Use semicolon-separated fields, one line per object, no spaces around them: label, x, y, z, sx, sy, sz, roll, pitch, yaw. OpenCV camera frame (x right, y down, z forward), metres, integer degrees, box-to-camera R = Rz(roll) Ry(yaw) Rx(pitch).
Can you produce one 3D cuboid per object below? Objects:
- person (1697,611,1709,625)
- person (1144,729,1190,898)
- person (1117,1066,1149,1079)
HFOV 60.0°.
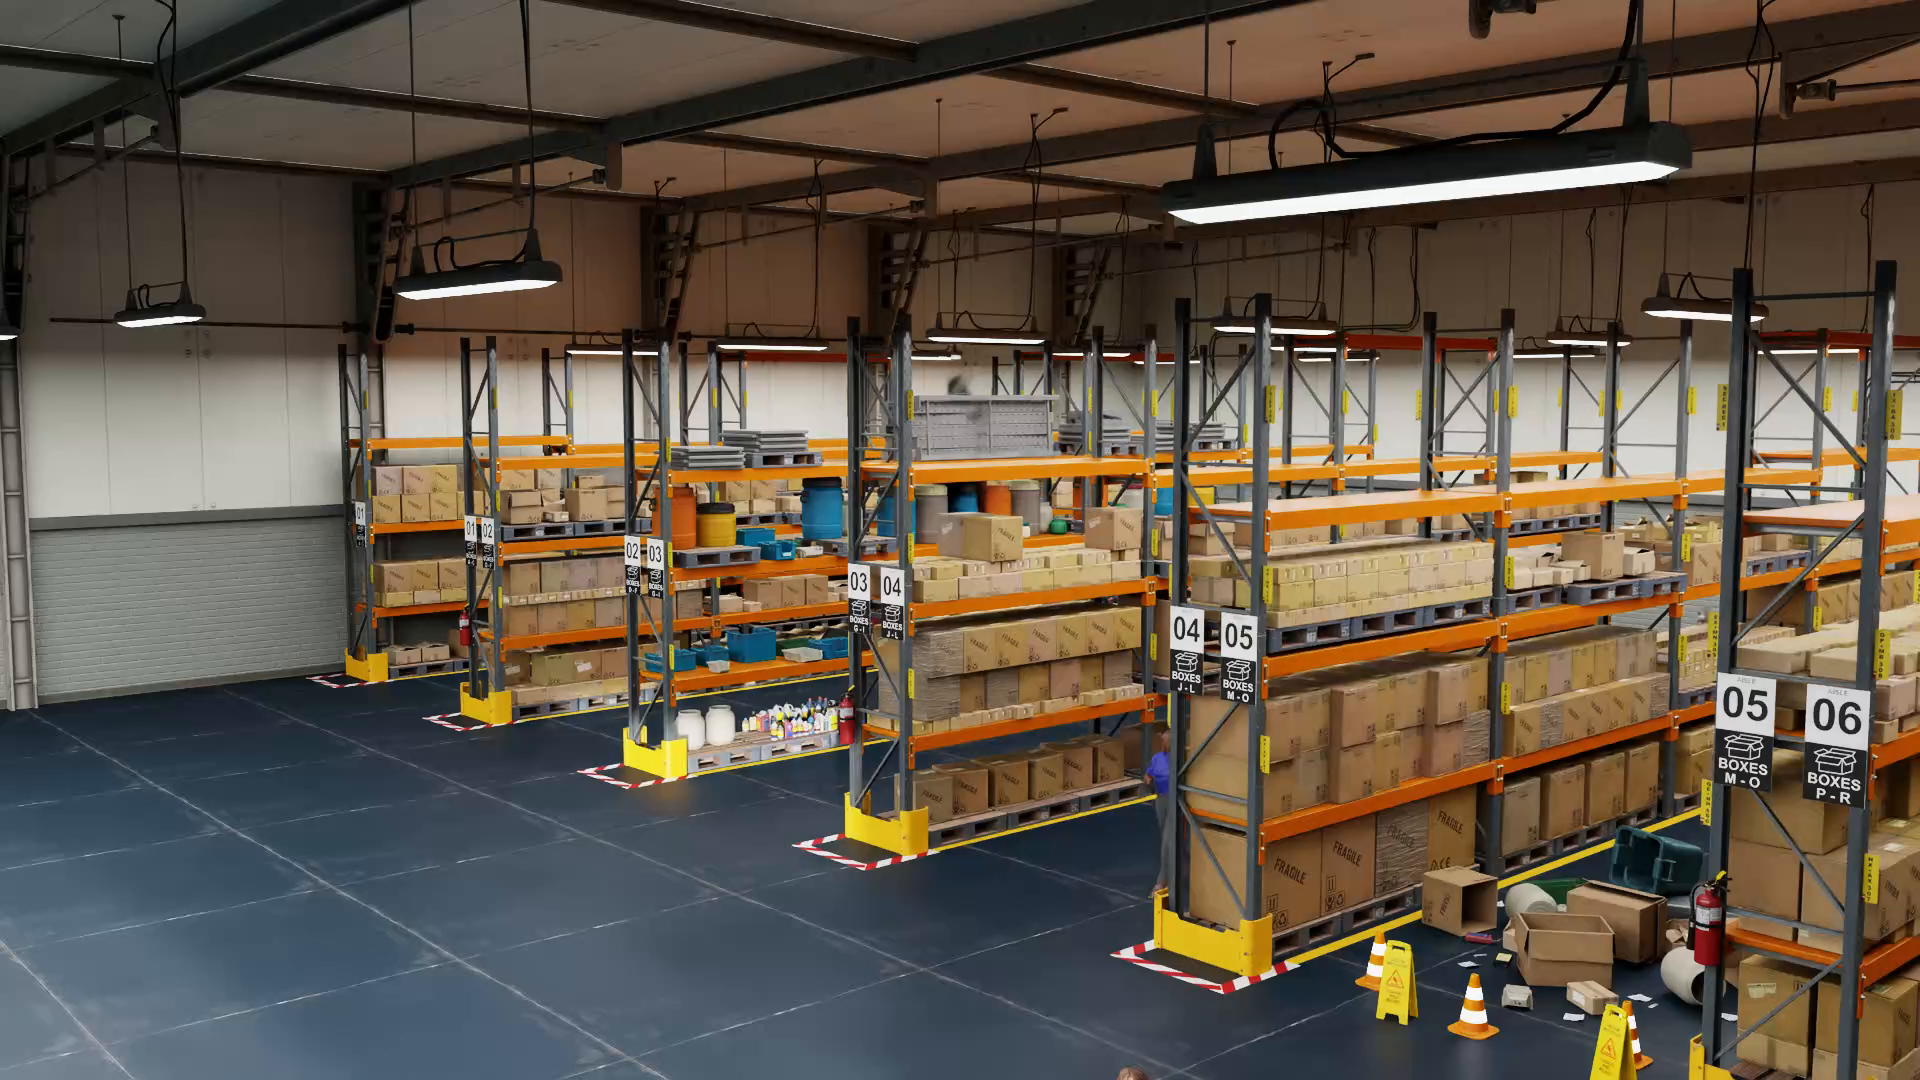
person;11.501;1.992;25.583;0.954;1.827;0.673;-4;6;-37
person;2.203;2.768;17.222;0.595;1.658;0.869;5;7;43
person;0.915;3.569;8.836;0.544;1.586;0.879;1;5;6
